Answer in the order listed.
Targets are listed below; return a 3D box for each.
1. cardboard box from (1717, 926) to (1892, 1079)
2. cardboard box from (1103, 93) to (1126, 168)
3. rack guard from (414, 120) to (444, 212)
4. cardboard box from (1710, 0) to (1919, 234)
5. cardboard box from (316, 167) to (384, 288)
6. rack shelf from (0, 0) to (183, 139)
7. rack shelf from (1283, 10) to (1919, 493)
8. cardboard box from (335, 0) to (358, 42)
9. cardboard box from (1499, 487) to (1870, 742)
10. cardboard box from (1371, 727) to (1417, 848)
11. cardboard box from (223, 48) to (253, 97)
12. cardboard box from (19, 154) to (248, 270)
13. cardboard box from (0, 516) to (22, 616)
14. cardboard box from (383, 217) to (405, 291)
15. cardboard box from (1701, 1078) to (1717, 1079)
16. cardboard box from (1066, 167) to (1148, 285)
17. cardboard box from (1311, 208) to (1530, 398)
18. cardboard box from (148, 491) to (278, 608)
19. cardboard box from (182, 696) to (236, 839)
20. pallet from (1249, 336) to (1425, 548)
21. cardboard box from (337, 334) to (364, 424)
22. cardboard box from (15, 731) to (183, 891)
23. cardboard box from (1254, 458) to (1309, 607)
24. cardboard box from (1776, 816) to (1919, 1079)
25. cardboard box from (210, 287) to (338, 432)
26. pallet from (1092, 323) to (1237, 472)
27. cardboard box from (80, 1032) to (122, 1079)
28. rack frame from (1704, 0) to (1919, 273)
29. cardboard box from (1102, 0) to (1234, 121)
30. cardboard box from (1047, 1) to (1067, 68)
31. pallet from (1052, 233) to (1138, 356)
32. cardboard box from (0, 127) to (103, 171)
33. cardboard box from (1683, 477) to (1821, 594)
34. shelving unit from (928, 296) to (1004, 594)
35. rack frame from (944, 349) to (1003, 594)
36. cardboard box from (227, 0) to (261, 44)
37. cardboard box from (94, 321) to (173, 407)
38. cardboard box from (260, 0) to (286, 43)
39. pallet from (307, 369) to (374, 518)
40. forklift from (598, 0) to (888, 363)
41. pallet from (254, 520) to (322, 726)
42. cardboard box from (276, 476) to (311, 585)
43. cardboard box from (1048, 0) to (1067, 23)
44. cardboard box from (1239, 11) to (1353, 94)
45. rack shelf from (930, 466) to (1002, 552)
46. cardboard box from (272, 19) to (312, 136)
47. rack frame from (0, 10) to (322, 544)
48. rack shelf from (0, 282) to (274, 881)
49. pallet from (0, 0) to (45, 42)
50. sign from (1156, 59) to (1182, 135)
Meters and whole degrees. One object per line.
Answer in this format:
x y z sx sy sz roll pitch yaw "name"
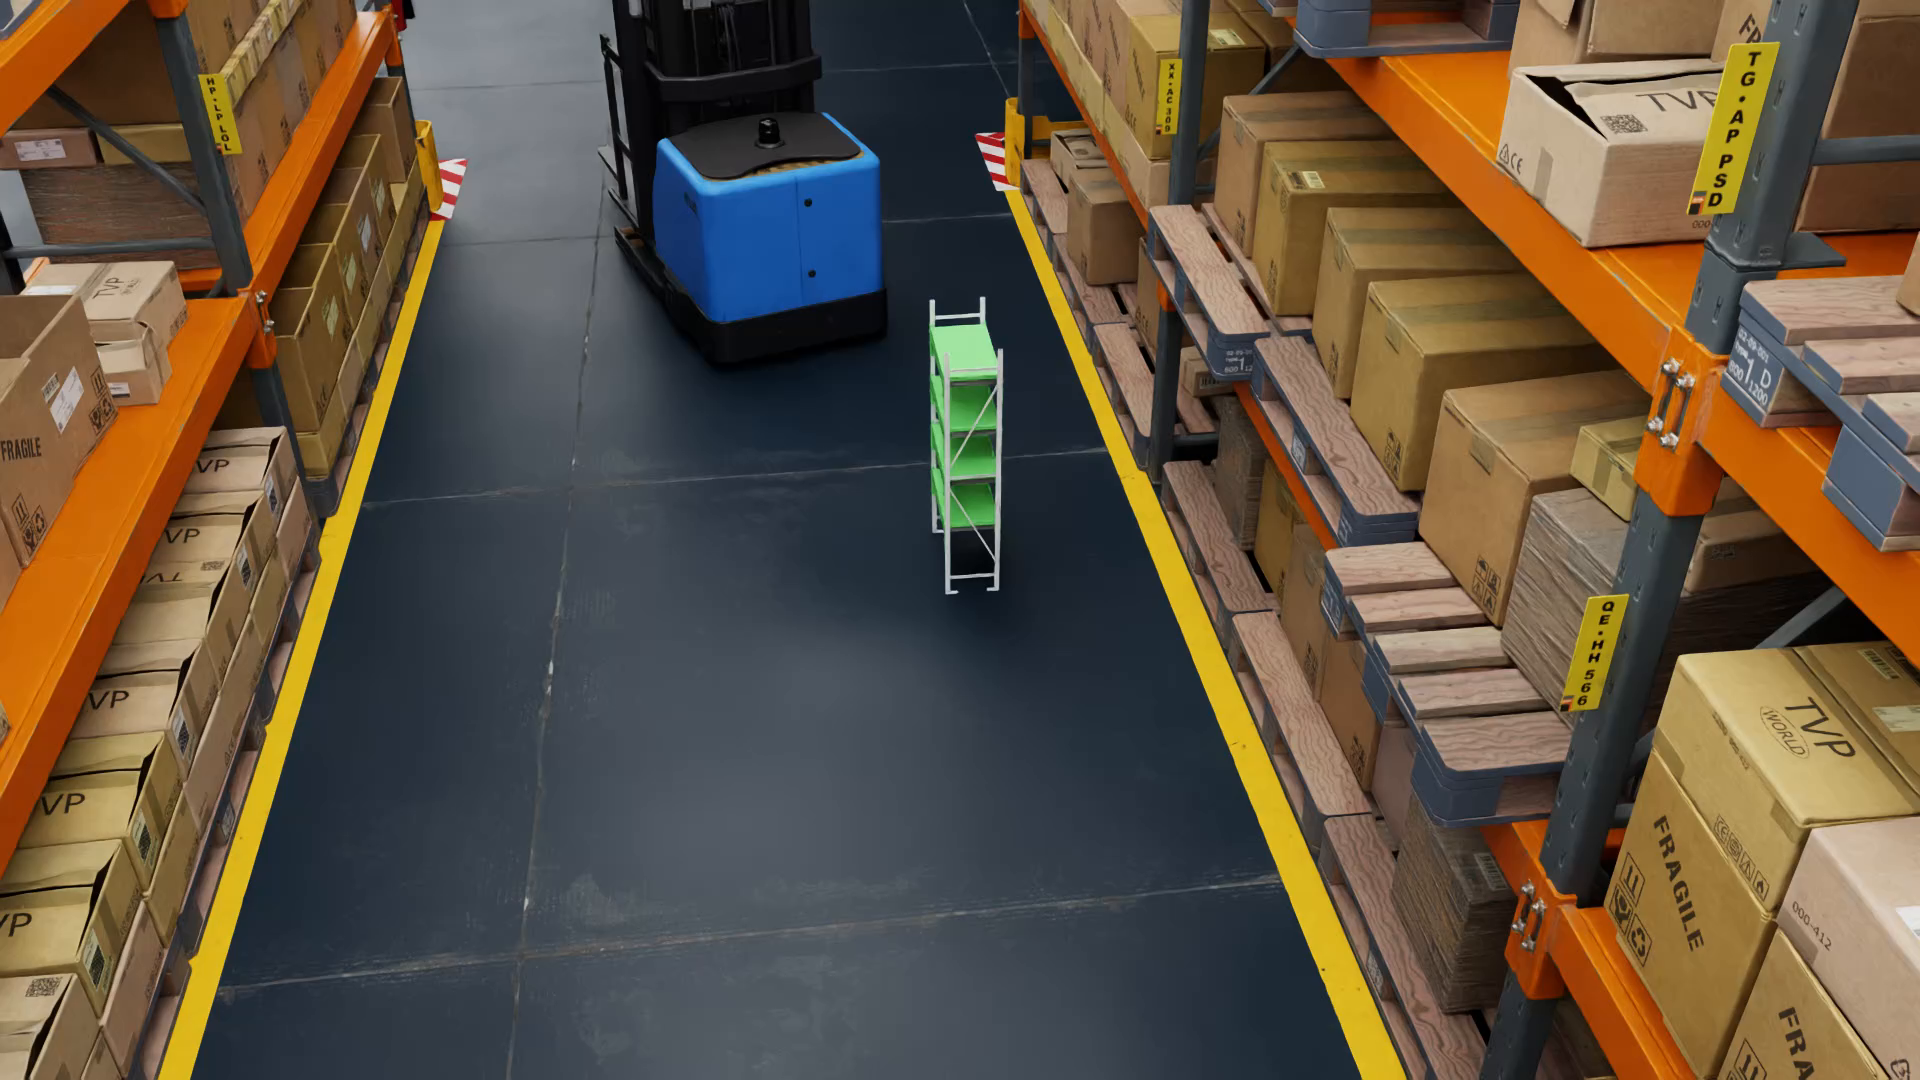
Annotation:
1.841 1.068 3.148 0.500 0.500 0.500 -3 34 -5 "cardboard box"
1.007 -2.041 8.197 0.500 0.250 0.500 -4 35 -6 "cardboard box"
-4.019 -2.410 10.843 1.175 0.500 0.348 -4 35 -6 "rack guard"
2.099 -1.051 3.859 0.500 0.500 0.500 -4 35 -6 "cardboard box"
-3.434 -1.664 8.931 0.500 0.500 0.500 -4 35 -6 "cardboard box"
-3.209 -1.024 4.564 1.077 0.370 4.000 -4 35 -6 "rack shelf"
1.699 -1.401 5.117 1.077 0.370 4.000 -4 35 -6 "rack shelf"
-3.966 -3.210 9.707 0.700 0.500 0.500 -4 35 -6 "cardboard box"
1.895 0.173 4.354 0.700 0.500 0.500 -8 35 -12 "cardboard box"
1.865 0.814 5.720 0.700 0.500 0.500 -4 35 -6 "cardboard box"
-3.429 -2.102 7.506 0.380 0.149 0.250 -5 35 -7 "cardboard box"
-3.544 -1.486 7.178 0.700 0.500 0.500 -5 35 -8 "cardboard box"
-3.182 0.058 4.912 0.500 0.500 0.500 -6 35 -9 "cardboard box"
-3.503 -1.633 9.552 0.500 0.250 0.500 -4 35 -6 "cardboard box"
1.760 1.250 3.457 0.380 0.149 0.250 -3 34 -5 "cardboard box"
1.022 -1.832 9.603 0.700 0.500 0.500 -6 35 -9 "cardboard box"
1.652 -0.834 5.831 0.700 0.500 0.500 0 34 0 "cardboard box"
-3.063 0.028 6.617 0.500 0.311 0.500 -3 34 -5 "cardboard box"
-2.933 0.826 5.942 0.500 0.250 0.500 -4 34 -5 "cardboard box"
1.661 -0.365 5.792 1.003 0.211 1.213 -4 35 -6 "pallet"
-3.302 -0.796 8.323 0.500 0.250 0.500 -4 35 -6 "cardboard box"
-2.865 0.874 5.375 0.500 0.311 0.500 -5 35 -8 "cardboard box"
1.665 -0.030 6.959 0.700 0.500 0.500 -5 35 -7 "cardboard box"
1.847 0.748 2.953 0.500 0.250 0.500 -5 35 -7 "cardboard box"
-3.230 -0.827 7.703 0.500 0.500 0.500 -4 35 -6 "cardboard box"
1.305 -0.795 8.729 1.003 0.211 1.213 -4 35 -6 "pallet"
-2.720 1.683 4.686 0.500 0.250 0.500 -4 35 -7 "cardboard box"
1.968 -1.822 2.432 1.000 3.000 0.127 -4 35 -6 "rack frame"
0.987 -2.350 7.984 0.500 0.500 0.500 -5 35 -7 "cardboard box"
0.790 -2.884 9.433 0.500 0.250 0.500 -5 35 -7 "cardboard box"
1.137 -1.477 9.730 1.003 0.211 1.213 -4 35 -6 "pallet"
-3.727 -1.642 6.832 0.380 0.149 0.250 -4 35 -6 "cardboard box"
1.892 -0.024 4.066 0.380 0.149 0.250 -9 35 -13 "cardboard box"
0.022 -0.403 7.277 0.258 1.200 0.503 -4 35 -6 "shelving unit"
0.055 -0.267 7.077 0.240 1.200 0.015 -4 35 -6 "rack frame"
-3.680 -2.584 7.637 0.700 0.500 0.500 -4 35 -6 "cardboard box"
-3.178 -0.665 6.182 0.396 0.266 0.258 -5 35 -8 "cardboard box"
-3.534 -2.536 8.142 0.380 0.149 0.250 -5 35 -7 "cardboard box"
-3.544 -0.492 8.285 1.003 0.211 1.213 -4 35 -6 "pallet"
-1.496 -2.990 9.535 1.130 2.935 3.031 -15 37 -21 "forklift"
-3.340 0.363 7.030 1.003 0.211 1.213 -4 35 -6 "pallet"
-3.135 -0.025 7.192 0.500 0.250 0.500 -5 35 -7 "cardboard box"
0.778 -3.209 9.244 0.500 0.500 0.500 -5 35 -8 "cardboard box"
1.574 -2.109 7.631 0.500 0.500 0.500 -5 35 -7 "cardboard box"
0.022 -0.152 7.448 0.258 0.148 0.480 -4 35 -6 "rack shelf"
-3.755 -2.346 8.440 0.700 0.500 0.500 -3 34 -5 "cardboard box"
-3.478 -1.198 6.844 1.000 3.000 0.127 -4 35 -6 "rack frame"
-3.209 0.216 5.409 1.077 0.370 4.000 -4 35 -6 "rack shelf"
-3.347 -1.867 5.332 0.805 0.209 1.217 -6 35 -8 "pallet"
0.893 -1.887 7.087 0.100 0.325 0.005 -4 35 -6 "sign"
